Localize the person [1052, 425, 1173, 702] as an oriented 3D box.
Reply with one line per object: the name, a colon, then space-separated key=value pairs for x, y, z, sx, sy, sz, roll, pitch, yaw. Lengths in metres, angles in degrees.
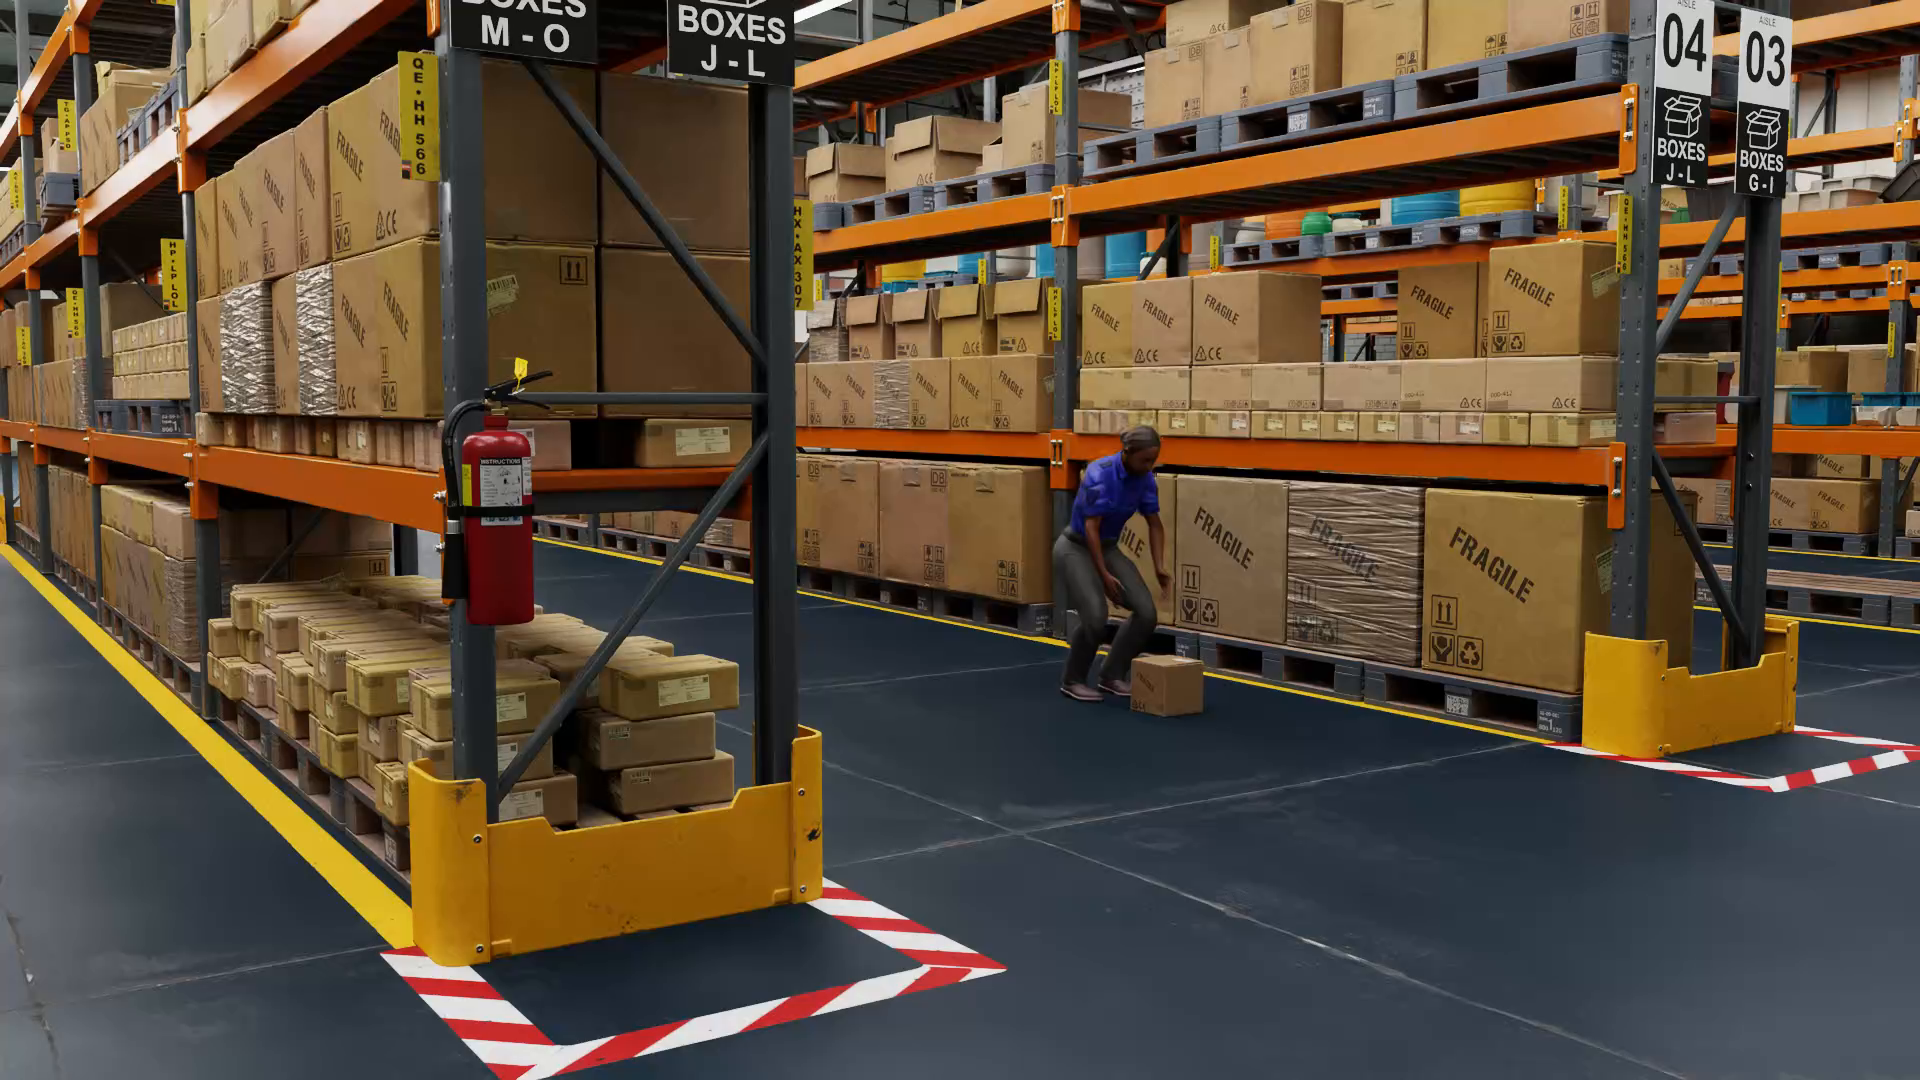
person: x=0.780 y=0.113 z=8.428 sx=0.495 sy=1.390 sz=0.617 roll=-3 pitch=6 yaw=-33
